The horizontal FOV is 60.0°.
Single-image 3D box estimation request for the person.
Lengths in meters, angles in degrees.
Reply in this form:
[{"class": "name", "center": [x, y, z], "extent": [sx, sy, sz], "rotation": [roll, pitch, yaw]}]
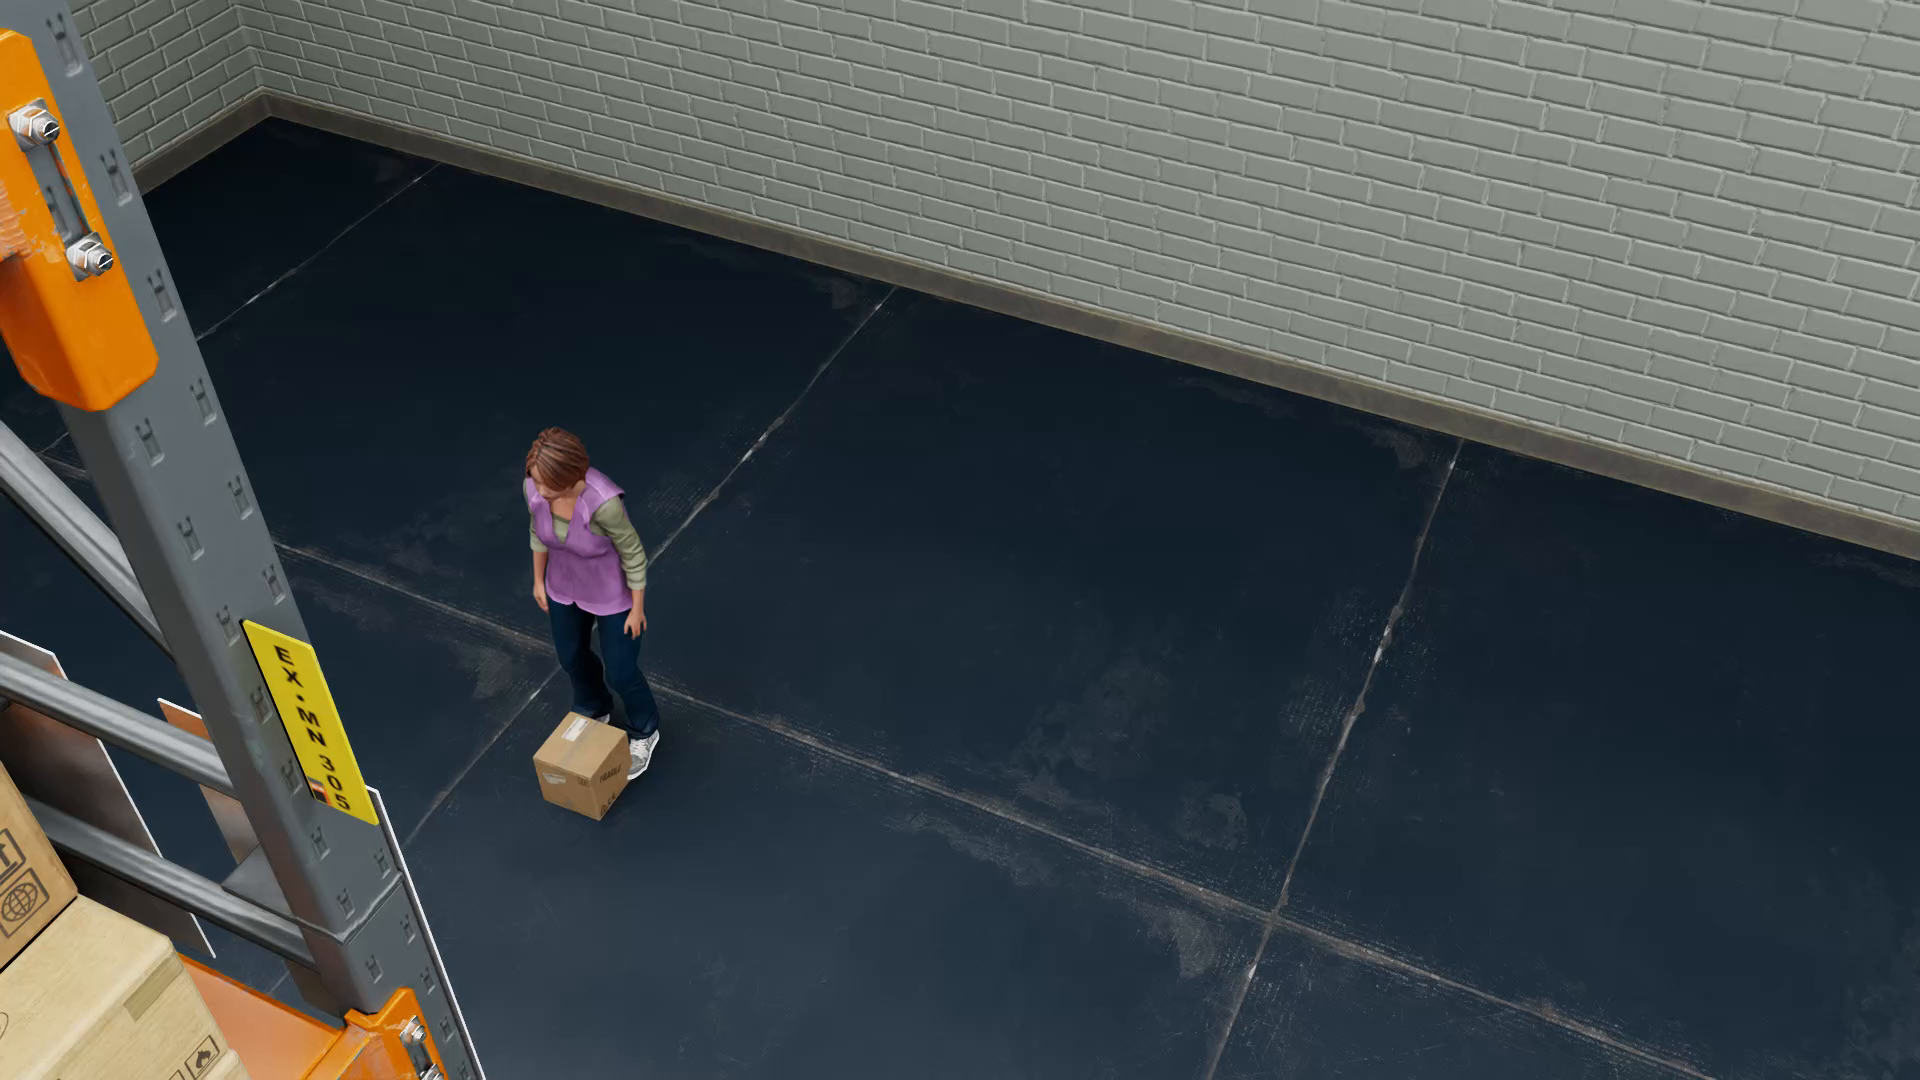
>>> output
[{"class": "person", "center": [-1.317, 0.204, 5.948], "extent": [0.467, 1.592, 0.346], "rotation": [16, 45, 17]}]
